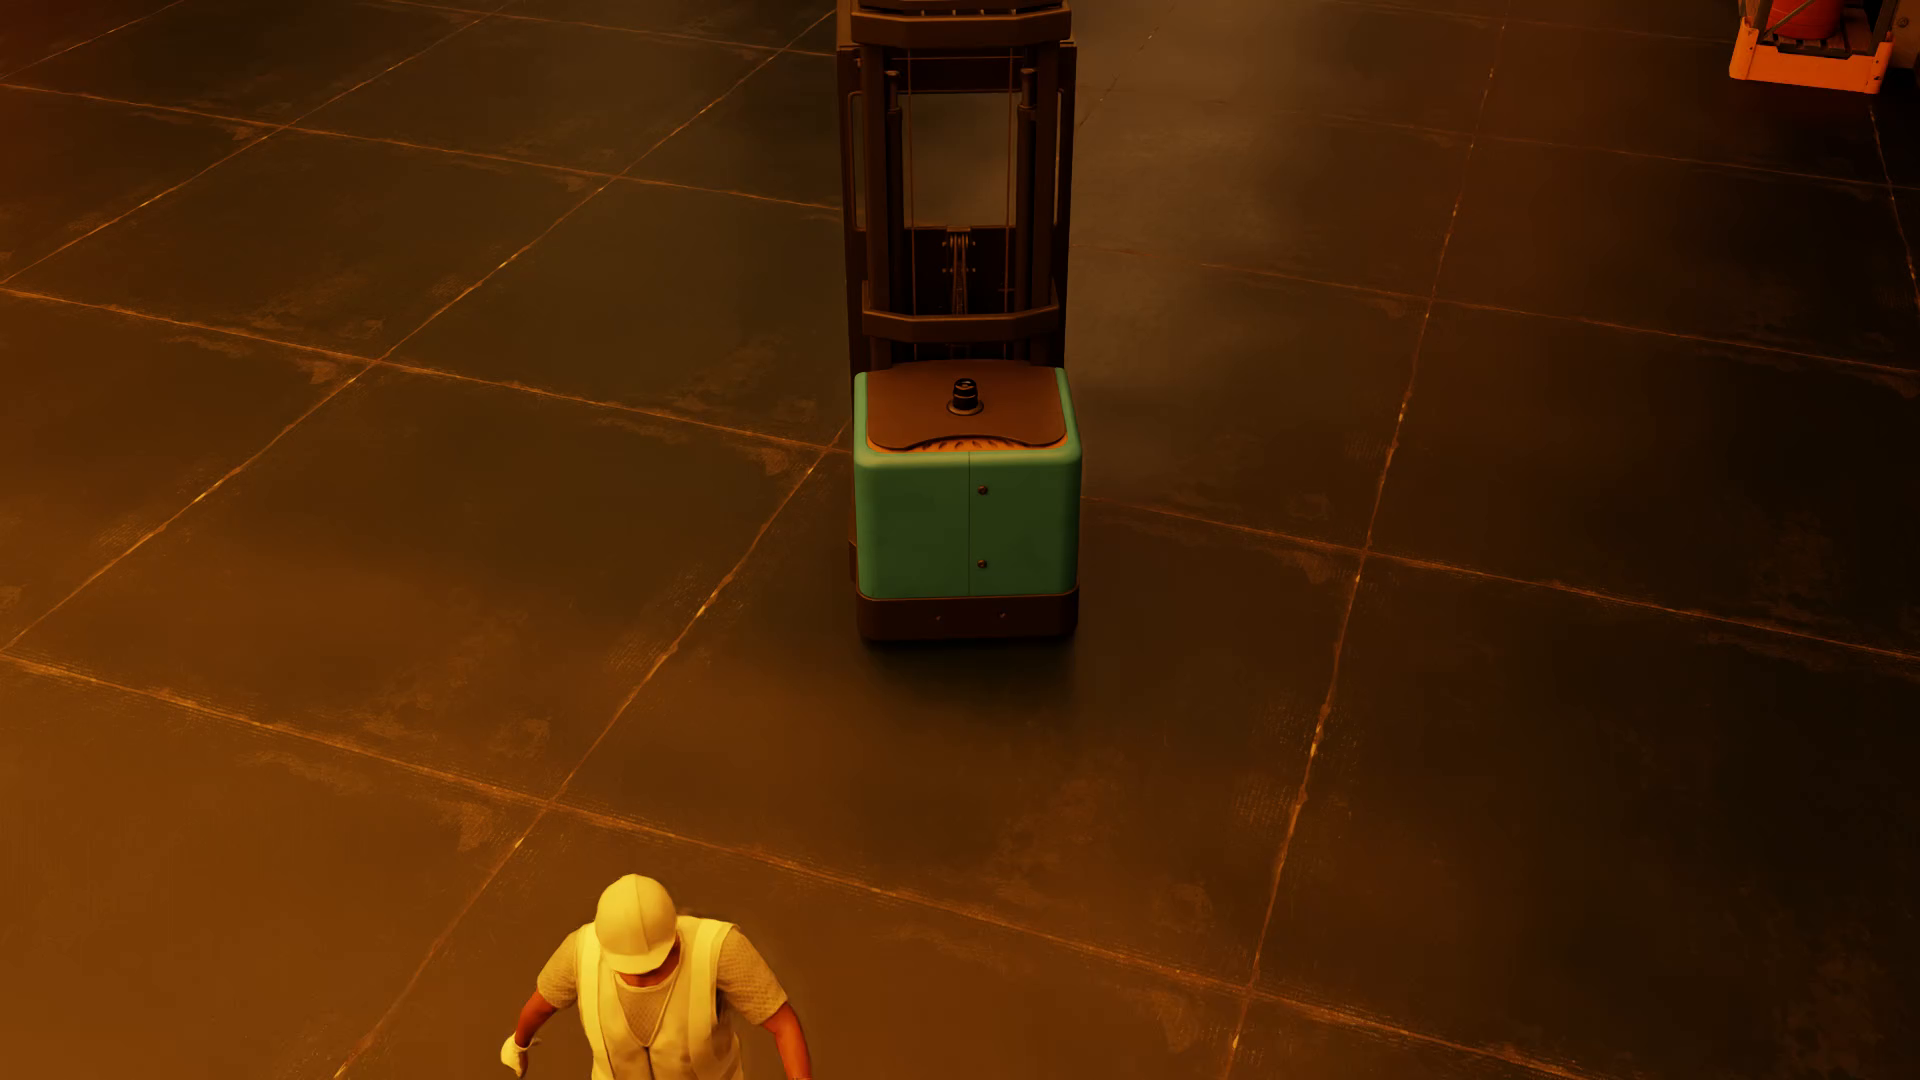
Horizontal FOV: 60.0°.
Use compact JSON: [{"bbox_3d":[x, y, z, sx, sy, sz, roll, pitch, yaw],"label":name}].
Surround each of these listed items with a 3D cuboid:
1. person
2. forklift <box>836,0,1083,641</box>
[{"bbox_3d":[-0.863,1.607,4.789,0.991,1.748,0.759,-1,35,-1],"label":"person"},{"bbox_3d":[-0.029,-1.547,8.293,1.130,2.935,3.031,-2,35,-2],"label":"forklift"}]
